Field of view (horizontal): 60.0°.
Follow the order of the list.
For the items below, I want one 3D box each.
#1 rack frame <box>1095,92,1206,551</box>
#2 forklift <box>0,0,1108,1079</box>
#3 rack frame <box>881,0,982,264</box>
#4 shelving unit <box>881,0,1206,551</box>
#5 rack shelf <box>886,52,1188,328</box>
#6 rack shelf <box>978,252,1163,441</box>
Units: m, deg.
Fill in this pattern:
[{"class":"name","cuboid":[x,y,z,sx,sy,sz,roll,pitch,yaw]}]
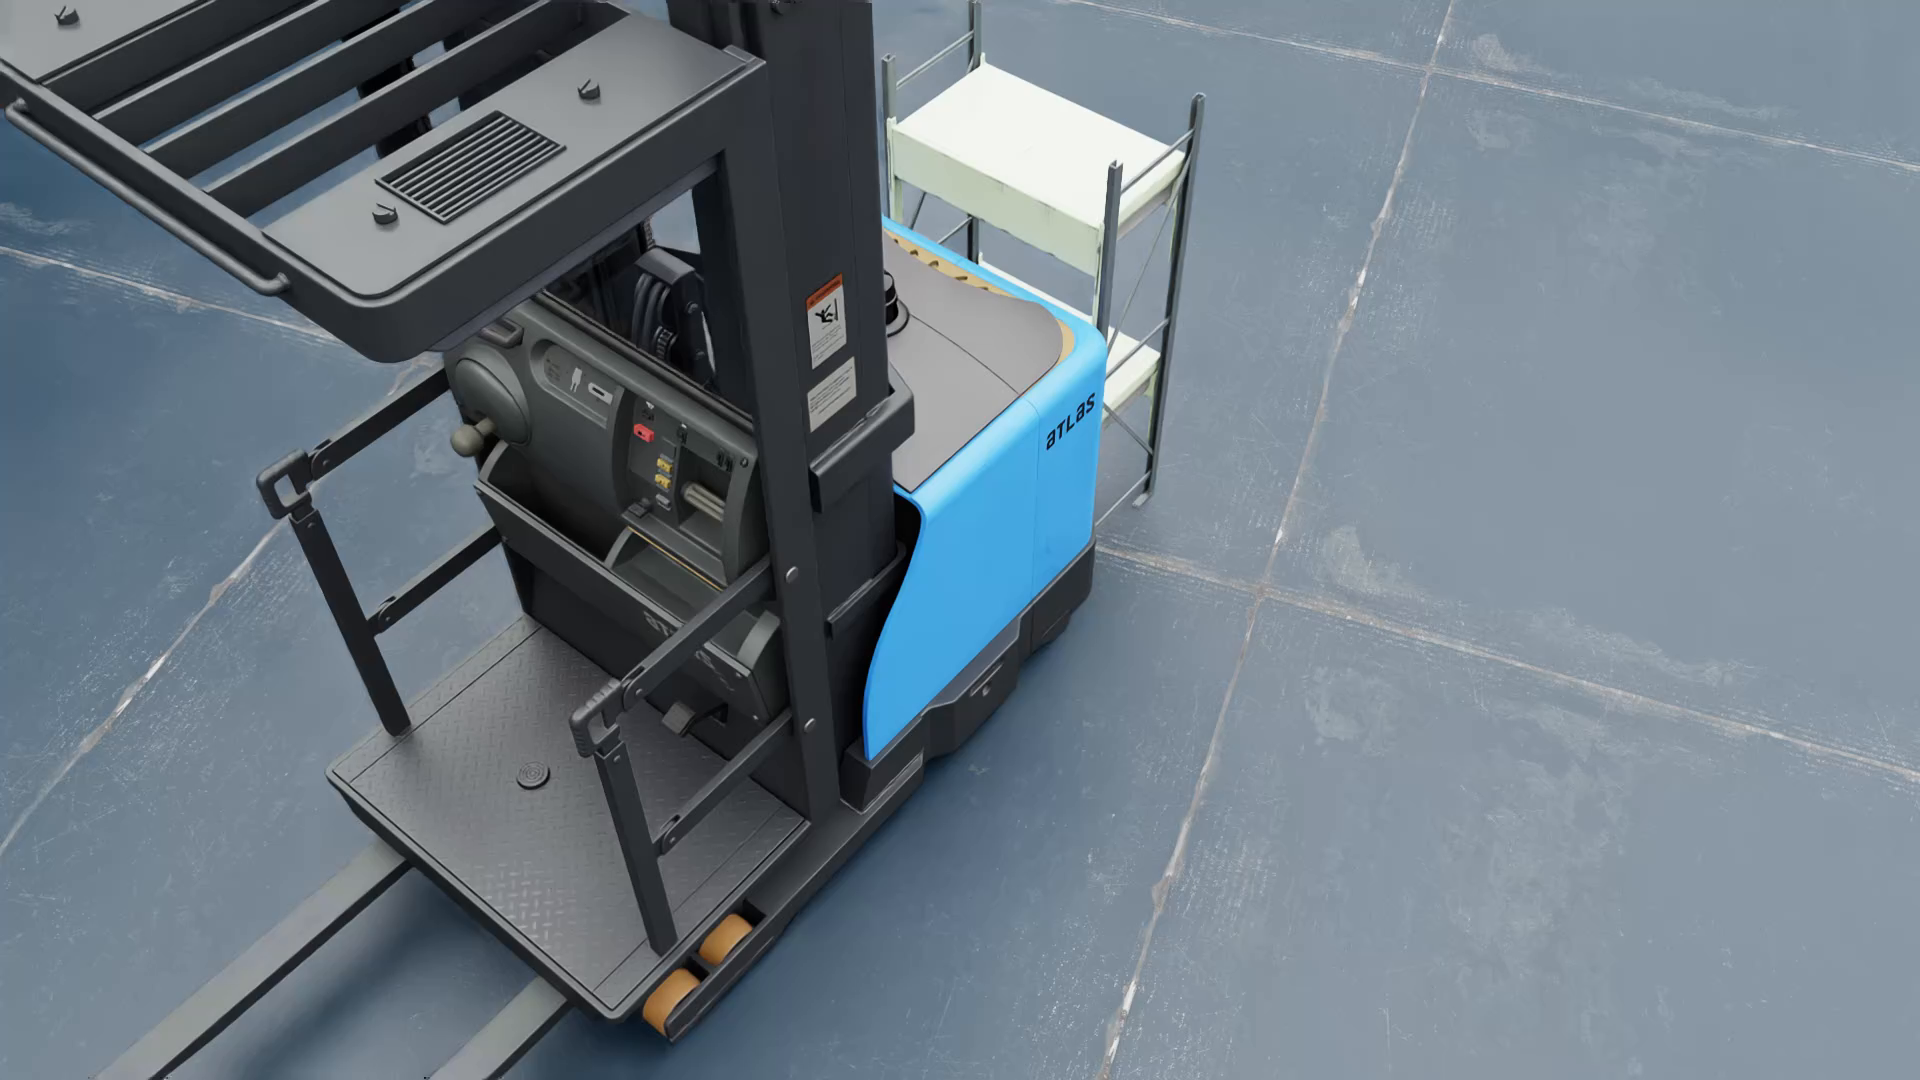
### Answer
[{"class":"rack frame","cuboid":[0.495,-0.534,4.720,0.023,1.500,0.400,31,56,24]},{"class":"forklift","cuboid":[-0.918,-0.155,3.445,1.130,2.935,3.031,31,56,24]},{"class":"rack frame","cuboid":[-0.074,-0.882,5.022,0.023,1.500,0.400,31,56,24]},{"class":"shelving unit","cuboid":[0.211,-0.708,4.871,0.755,1.500,0.431,31,56,24]},{"class":"rack shelf","cuboid":[0.211,-0.964,4.577,0.720,0.370,0.431,31,56,24]},{"class":"rack shelf","cuboid":[0.211,-0.495,5.118,0.720,0.370,0.431,31,56,24]}]
